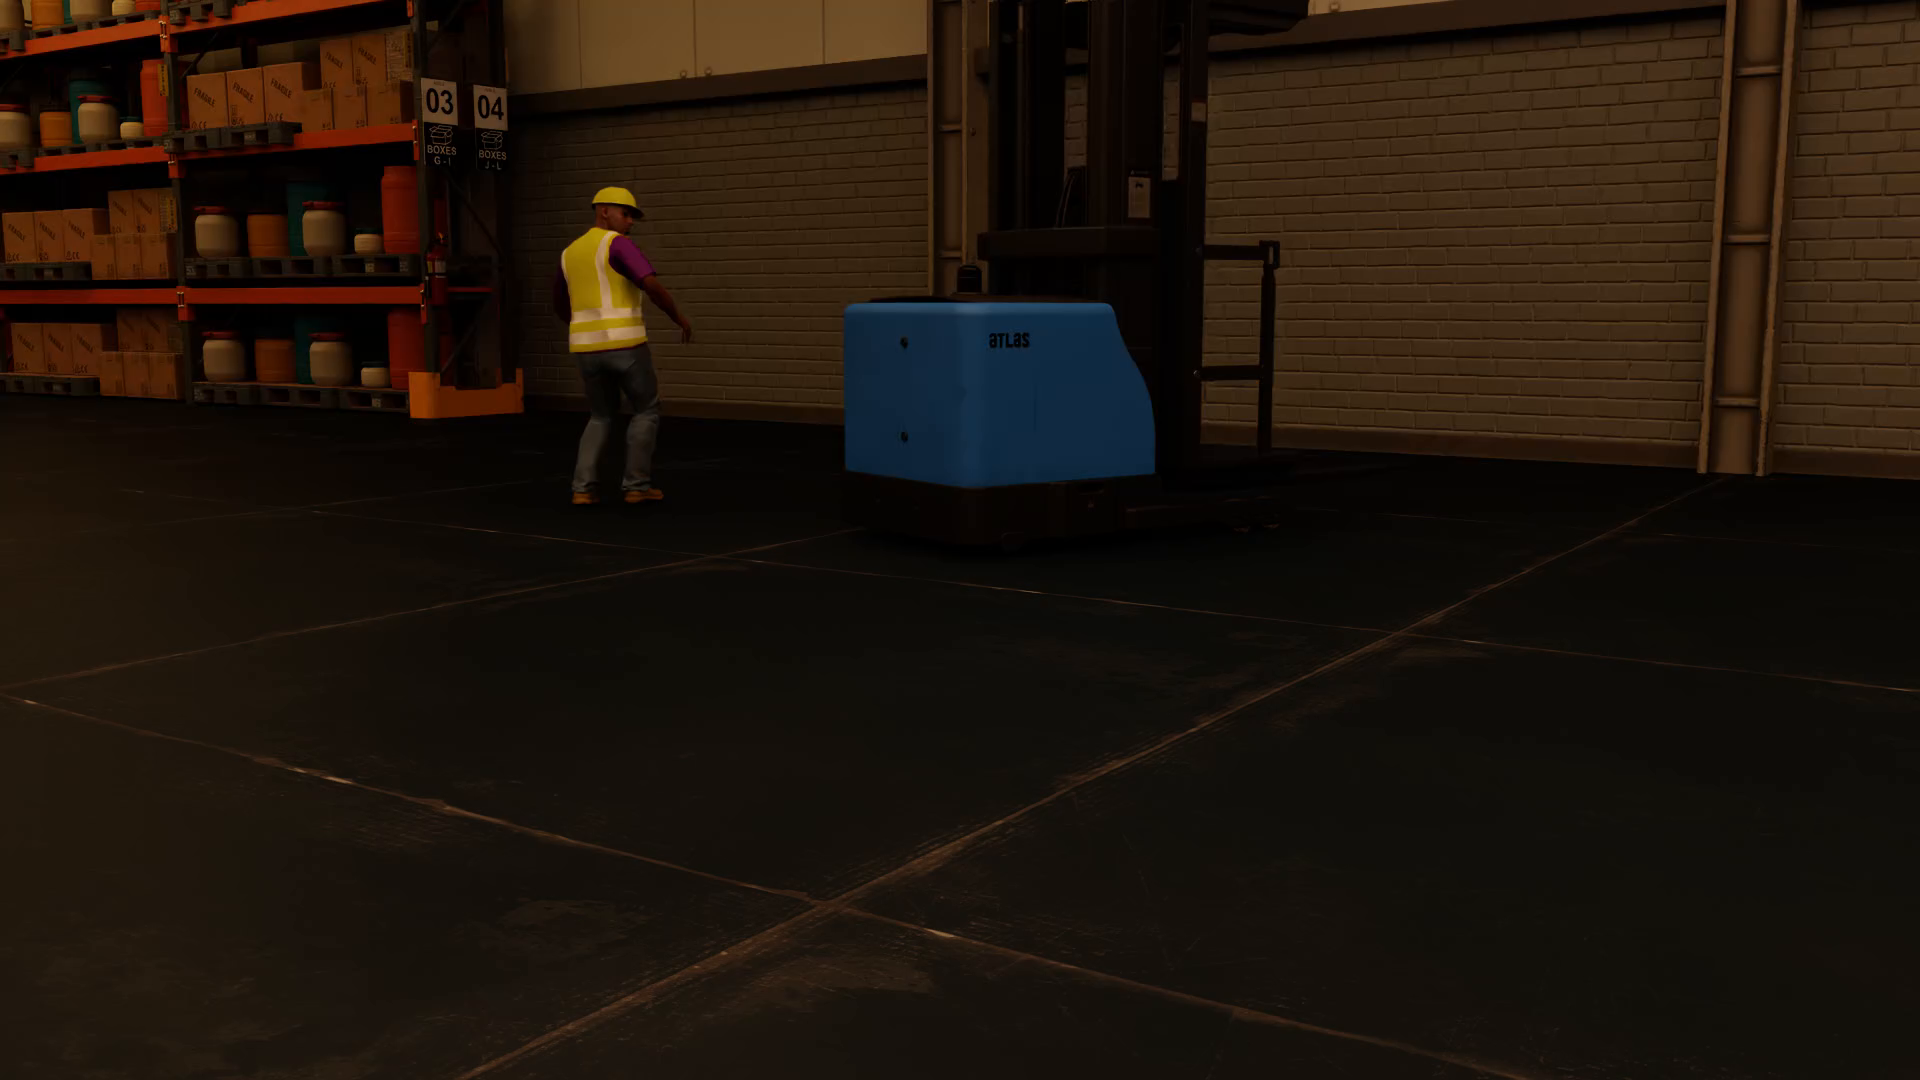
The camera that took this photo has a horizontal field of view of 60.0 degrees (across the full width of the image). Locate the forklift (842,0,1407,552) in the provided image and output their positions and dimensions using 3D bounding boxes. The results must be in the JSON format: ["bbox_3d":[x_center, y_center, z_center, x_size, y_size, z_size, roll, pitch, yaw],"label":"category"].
[{"bbox_3d":[0.944,-1.538,8.005,3.031,2.935,1.130,-6,10,-36],"label":"forklift"}]

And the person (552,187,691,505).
[{"bbox_3d":[-1.825,-1.023,8.921,0.821,1.716,0.645,4,9,26],"label":"person"}]
